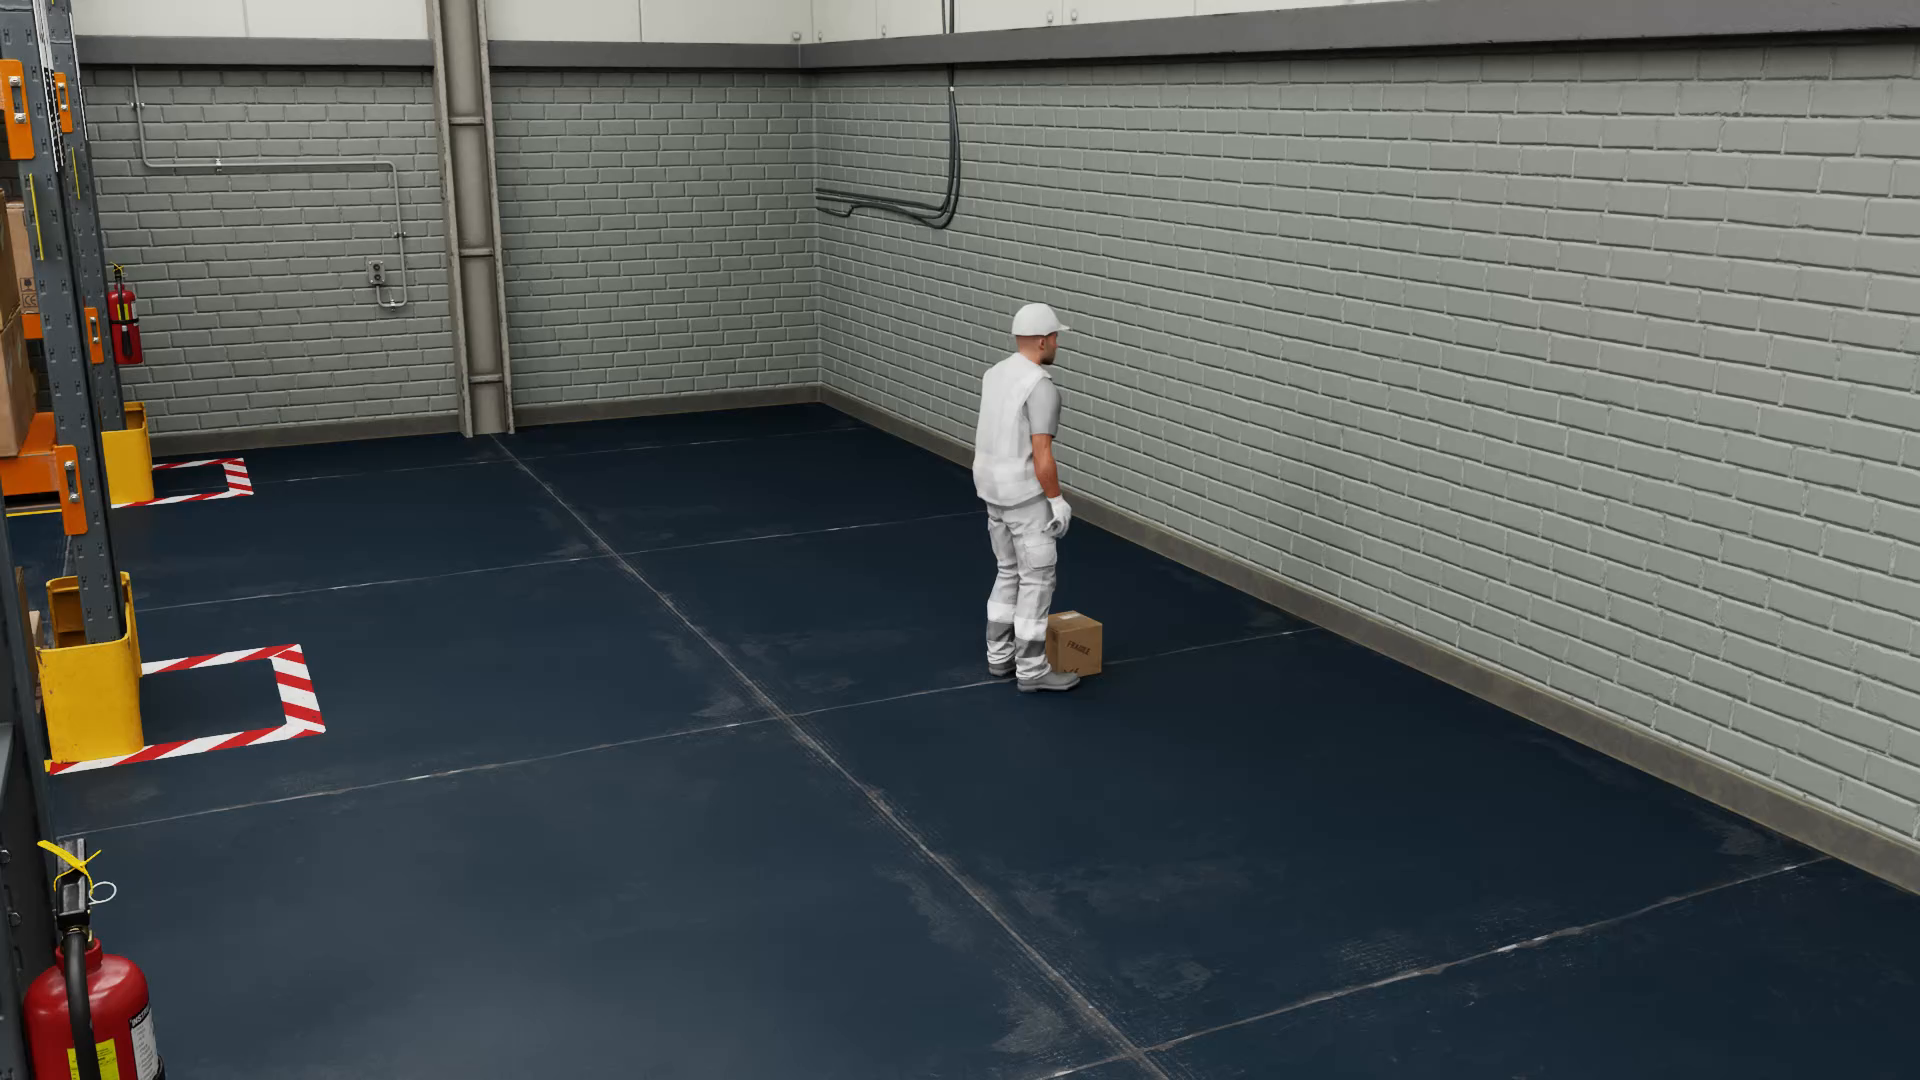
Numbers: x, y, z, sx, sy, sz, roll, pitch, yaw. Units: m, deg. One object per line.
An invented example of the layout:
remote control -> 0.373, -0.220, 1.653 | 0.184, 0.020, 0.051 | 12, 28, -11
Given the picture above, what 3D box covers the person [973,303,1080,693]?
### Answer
person -> 0.306, -0.204, 7.748 | 0.453, 1.779, 0.621 | -8, 17, -26
